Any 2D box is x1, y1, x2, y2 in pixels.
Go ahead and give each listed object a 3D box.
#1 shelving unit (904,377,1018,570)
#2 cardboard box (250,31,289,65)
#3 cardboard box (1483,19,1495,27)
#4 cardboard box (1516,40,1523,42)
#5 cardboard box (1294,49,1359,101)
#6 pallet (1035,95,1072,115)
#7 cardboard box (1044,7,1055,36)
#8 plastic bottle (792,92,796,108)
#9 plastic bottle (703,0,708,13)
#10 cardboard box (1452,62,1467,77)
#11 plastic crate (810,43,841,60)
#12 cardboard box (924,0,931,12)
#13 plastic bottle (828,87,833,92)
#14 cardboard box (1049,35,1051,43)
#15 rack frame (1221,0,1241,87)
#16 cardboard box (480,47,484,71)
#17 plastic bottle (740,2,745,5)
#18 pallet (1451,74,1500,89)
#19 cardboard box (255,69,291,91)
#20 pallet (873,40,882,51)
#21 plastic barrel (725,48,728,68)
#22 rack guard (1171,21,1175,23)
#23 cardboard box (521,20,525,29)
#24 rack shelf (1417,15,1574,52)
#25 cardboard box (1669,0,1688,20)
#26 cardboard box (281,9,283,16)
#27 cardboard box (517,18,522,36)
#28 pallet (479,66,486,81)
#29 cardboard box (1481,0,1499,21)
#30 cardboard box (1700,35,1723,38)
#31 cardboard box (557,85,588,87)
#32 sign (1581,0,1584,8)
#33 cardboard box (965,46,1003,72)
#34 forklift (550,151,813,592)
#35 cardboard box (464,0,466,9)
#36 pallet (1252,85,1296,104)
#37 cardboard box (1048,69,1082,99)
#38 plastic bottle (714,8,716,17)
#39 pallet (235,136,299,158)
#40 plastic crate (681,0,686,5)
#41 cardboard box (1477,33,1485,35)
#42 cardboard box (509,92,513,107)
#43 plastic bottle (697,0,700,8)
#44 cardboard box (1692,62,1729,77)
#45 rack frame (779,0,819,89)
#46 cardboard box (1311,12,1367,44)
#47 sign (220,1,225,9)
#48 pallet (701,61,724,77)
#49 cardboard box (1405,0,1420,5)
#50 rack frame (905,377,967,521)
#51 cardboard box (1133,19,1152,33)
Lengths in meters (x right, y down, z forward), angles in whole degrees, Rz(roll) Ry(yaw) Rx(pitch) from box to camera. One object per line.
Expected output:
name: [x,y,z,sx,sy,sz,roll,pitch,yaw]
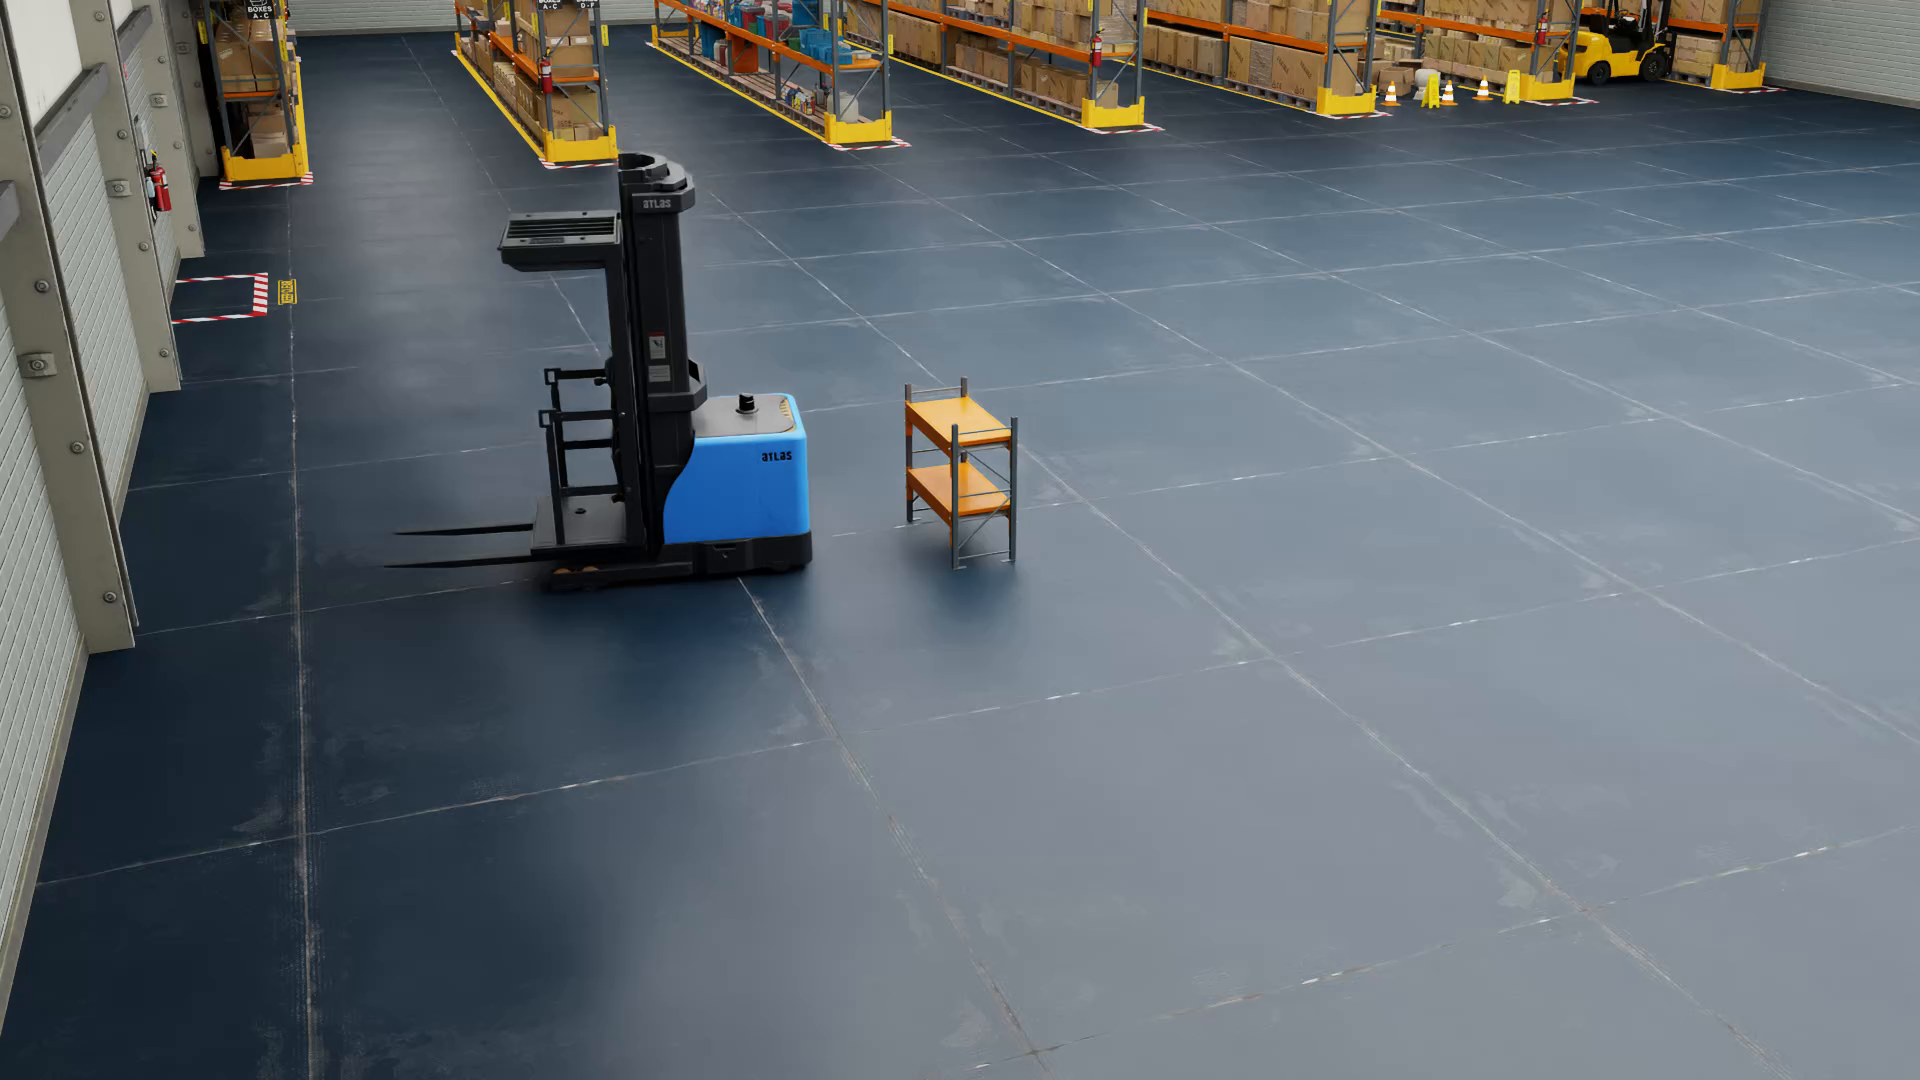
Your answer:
shelving unit: [-0.002,-0.521,12.537,0.538,1.125,1.048,-8,24,-19]
cardboard box: [-11.237,-7.994,27.056,0.500,0.500,0.500,-9,25,-21]
cardboard box: [11.316,-10.968,35.235,0.380,0.149,0.250,-9,24,-20]
cardboard box: [11.772,-10.507,35.850,0.500,0.500,0.500,-8,24,-18]
cardboard box: [7.269,-9.258,33.049,0.875,0.875,0.875,-8,24,-19]
pallet: [2.186,-8.648,32.996,1.003,0.211,1.213,-8,24,-19]
cardboard box: [2.135,-10.086,32.305,0.875,0.500,0.500,-8,24,-19]
plastic bottle: [-3.169,-8.403,31.756,0.061,0.283,0.133,-7,24,-17]
plastic bottle: [-5.762,-12.145,37.863,0.152,0.276,0.135,-8,24,-19]
cardboard box: [11.097,-10.266,36.245,0.500,0.250,0.500,-9,24,-20]
plastic crate: [-2.420,-8.792,29.940,0.499,0.251,0.408,-8,24,-19]
cardboard box: [-0.509,-12.443,38.281,0.500,0.500,0.500,-9,24,-19]
plastic bottle: [-2.473,-8.537,31.987,0.144,0.351,0.185,-8,24,-19]
cardboard box: [1.949,-9.753,32.352,0.380,0.149,0.250,-8,24,-19]
rack frame: [6.157,-11.260,35.603,1.000,3.000,0.127,-8,24,-19]
cardboard box: [-10.302,-10.632,36.765,0.500,0.500,0.500,-8,24,-18]
plastic bottle: [-4.906,-12.038,37.610,0.152,0.276,0.135,-8,24,-19]
pallet: [11.457,-10.008,36.222,1.003,0.211,1.213,-8,24,-19]
cardboard box: [-10.883,-7.285,26.339,0.500,0.250,0.500,-9,25,-21]
pallet: [-1.540,-12.525,42.195,1.003,0.211,1.213,-8,24,-19]
plastic barrel: [-5.037,-10.805,37.187,0.421,0.512,0.421,0,23,0]
rack guard: [6.505,-15.193,48.153,1.175,0.500,0.348,-8,24,-19]
cardboard box: [-7.692,-9.294,29.976,0.380,0.149,0.250,-9,24,-20]
rack shelf: [11.459,-10.918,35.717,1.077,0.370,4.000,-8,24,-19]
cardboard box: [16.032,-11.770,36.684,0.500,0.500,0.500,-9,24,-20]
cardboard box: [-13.766,-10.435,33.108,0.500,0.500,0.500,-8,24,-17]
cardboard box: [-8.230,-9.777,31.956,0.500,0.500,0.500,-7,24,-15]
pallet: [-10.291,-10.590,37.604,1.003,0.211,1.213,-8,24,-19]
cardboard box: [11.370,-11.230,35.020,0.500,0.500,0.500,-8,24,-19]
cardboard box: [16.635,-10.974,36.636,0.500,0.250,0.500,-8,24,-19]
cardboard box: [-6.883,-7.848,29.541,0.500,0.500,0.500,-8,24,-19]
sign: [12.673,-10.996,33.862,0.100,0.325,0.005,-8,24,-19]
cardboard box: [0.532,-10.680,36.879,0.700,0.500,0.500,-10,25,-23]
forklift: [-2.652,-1.199,11.822,3.031,2.935,1.130,-4,23,-10]
cardboard box: [-11.214,-12.545,38.523,0.500,0.500,0.500,-8,24,-17]
pallet: [6.787,-9.244,34.410,1.003,0.211,1.213,-8,24,-19]
cardboard box: [2.087,-9.085,33.121,0.500,0.500,0.500,-11,25,-24]
plastic bottle: [-5.419,-11.727,36.968,0.097,0.201,0.097,0,23,0]
pallet: [-11.715,-6.609,28.159,1.003,0.211,1.213,-8,24,-19]
plastic crate: [-6.462,-12.987,39.643,0.392,0.384,0.575,-8,24,-19]
cardboard box: [13.631,-13.277,43.068,0.500,0.500,0.500,-8,24,-17]
cardboard box: [-8.382,-8.480,32.006,0.500,0.250,0.500,-9,24,-20]
plastic bottle: [-6.027,-12.385,38.438,0.097,0.271,0.097,0,23,0]
cardboard box: [16.346,-10.259,36.227,0.500,0.250,0.500,-8,24,-19]
rack frame: [-3.149,-9.937,32.465,0.949,2.616,0.053,-8,24,-19]
cardboard box: [7.397,-10.004,32.431,0.875,0.550,0.550,-8,24,-19]
sign: [-14.352,-10.487,32.278,0.100,0.325,0.005,-8,24,-19]
pallet: [-5.310,-10.828,38.169,1.003,0.211,1.213,-8,24,-19]
cardboard box: [10.312,-12.203,37.623,0.380,0.149,0.250,-8,24,-18]
rack frame: [-0.182,-0.706,12.976,0.500,1.125,0.032,-8,24,-19]
cardboard box: [4.257,-12.313,39.814,0.500,0.250,0.500,-9,24,-20]
